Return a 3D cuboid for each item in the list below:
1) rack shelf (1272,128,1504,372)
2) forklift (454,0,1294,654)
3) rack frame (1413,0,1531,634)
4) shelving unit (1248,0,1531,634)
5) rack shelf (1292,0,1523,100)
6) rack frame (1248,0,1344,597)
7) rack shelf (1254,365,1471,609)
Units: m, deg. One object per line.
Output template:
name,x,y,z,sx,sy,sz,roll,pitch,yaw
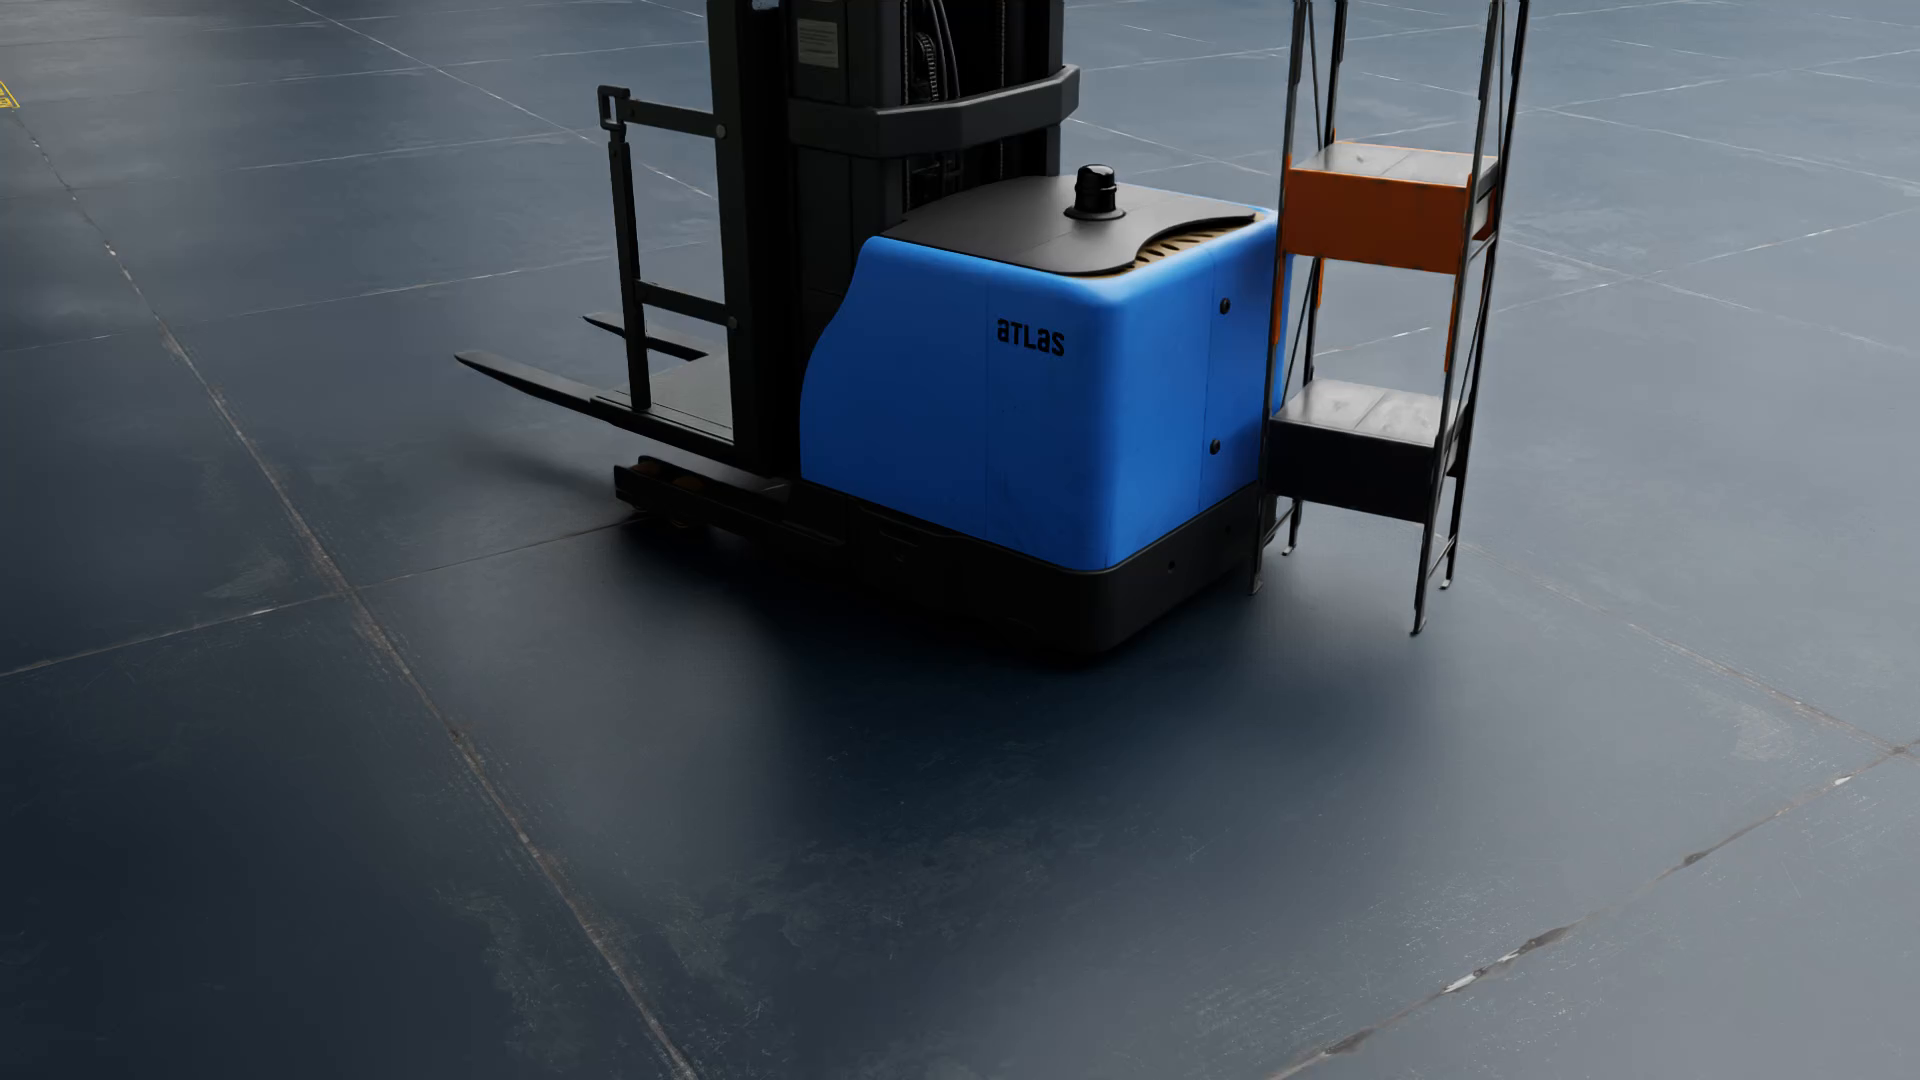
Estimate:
rack shelf,1.161,-0.798,4.510,0.480,0.518,0.431,13,28,26
forklift,-0.499,-1.518,5.032,3.031,2.935,1.130,19,31,35
rack frame,1.376,-0.762,4.398,0.015,2.100,0.400,13,28,26
shelving unit,1.161,-0.811,4.504,0.503,2.100,0.431,13,28,26
rack shelf,1.158,-1.432,4.213,0.480,0.518,0.431,13,28,26
rack frame,0.947,-0.859,4.611,0.015,2.100,0.400,13,28,26
rack shelf,1.165,-0.164,4.807,0.480,0.518,0.431,13,28,26
